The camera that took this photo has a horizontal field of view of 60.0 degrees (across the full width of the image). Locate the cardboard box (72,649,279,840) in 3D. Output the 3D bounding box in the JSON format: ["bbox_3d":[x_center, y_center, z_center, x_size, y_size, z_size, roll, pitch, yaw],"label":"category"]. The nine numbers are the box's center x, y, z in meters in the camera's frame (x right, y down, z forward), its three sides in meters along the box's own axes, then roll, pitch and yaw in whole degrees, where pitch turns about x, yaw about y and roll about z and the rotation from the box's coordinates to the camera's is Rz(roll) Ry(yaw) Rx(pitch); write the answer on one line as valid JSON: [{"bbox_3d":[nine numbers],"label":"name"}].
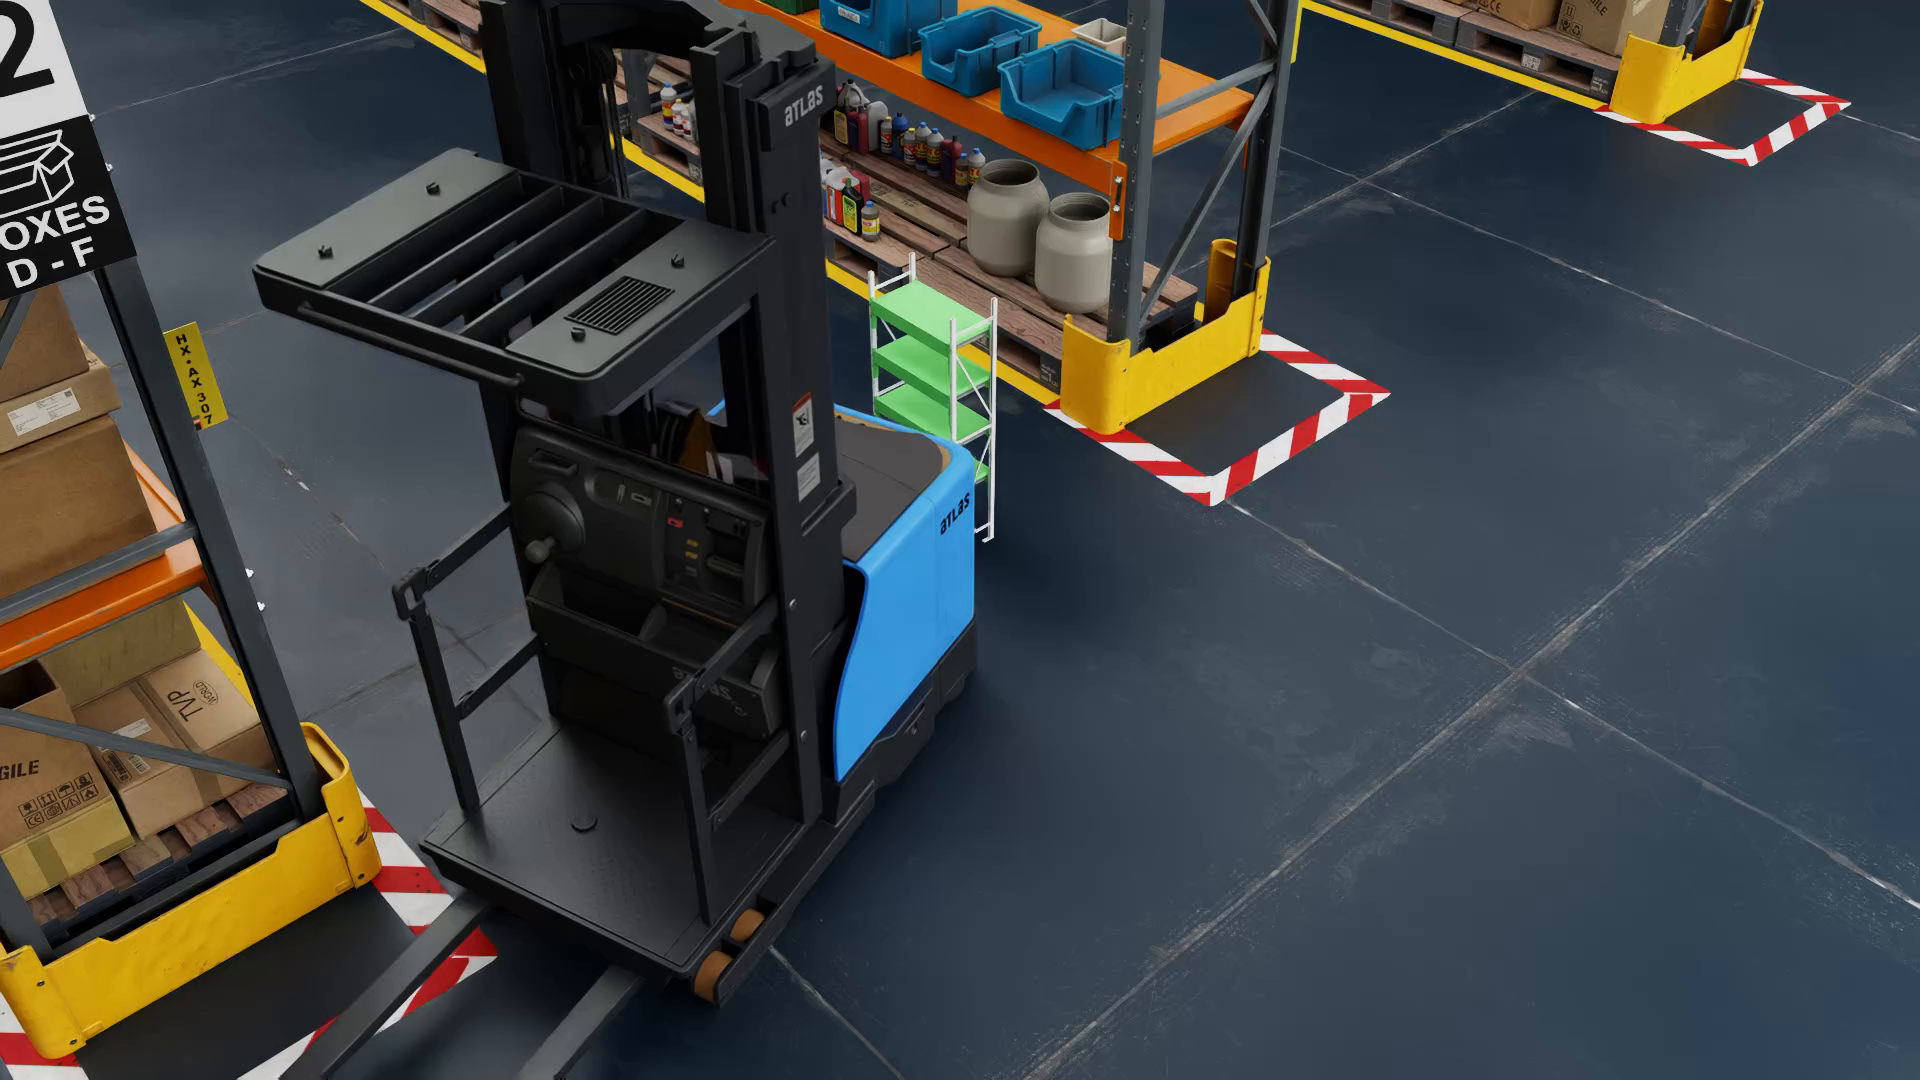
[{"bbox_3d":[-2.762,0.708,5.840,0.500,0.250,0.500,-30,48,-32],"label":"cardboard box"}]

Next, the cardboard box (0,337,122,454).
[{"bbox_3d":[-2.670,-0.420,4.787,0.380,0.149,0.250,-30,48,-32],"label":"cardboard box"}]

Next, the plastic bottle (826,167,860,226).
[{"bbox_3d":[-0.627,-1.862,8.986,0.152,0.276,0.135,-30,47,-31],"label":"plastic bottle"}]

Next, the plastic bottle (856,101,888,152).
[{"bbox_3d":[-0.514,-2.431,9.690,0.152,0.276,0.135,-29,47,-31],"label":"plastic bottle"}]

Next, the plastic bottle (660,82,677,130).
[{"bbox_3d":[-1.725,-2.586,9.886,0.097,0.271,0.097,0,39,0],"label":"plastic bottle"}]

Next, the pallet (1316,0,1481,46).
[{"bbox_3d":[3.341,-3.969,11.997,1.003,0.211,1.213,-30,48,-32],"label":"pallet"}]

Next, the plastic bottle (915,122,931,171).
[{"bbox_3d":[-0.208,-2.245,9.464,0.097,0.271,0.097,0,39,0],"label":"plastic bottle"}]

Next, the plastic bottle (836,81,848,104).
[{"bbox_3d":[-0.699,-2.602,9.897,0.061,0.283,0.133,-27,46,-29],"label":"plastic bottle"}]

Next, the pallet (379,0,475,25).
[{"bbox_3d":[-3.827,-4.201,12.284,1.003,0.211,1.213,-30,48,-32],"label":"pallet"}]

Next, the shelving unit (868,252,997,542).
[{"bbox_3d":[-0.112,-0.543,6.968,0.258,1.200,0.503,-30,48,-32],"label":"shelving unit"}]

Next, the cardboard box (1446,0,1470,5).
[{"bbox_3d":[3.487,-4.110,11.607,0.500,0.500,0.500,-25,45,-28],"label":"cardboard box"}]

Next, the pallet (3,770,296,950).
[{"bbox_3d":[-3.111,0.893,5.976,1.003,0.211,1.213,-30,48,-32],"label":"pallet"}]

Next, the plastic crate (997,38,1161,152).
[{"bbox_3d":[0.529,-2.005,7.464,0.499,0.251,0.616,-30,48,-32],"label":"plastic crate"}]

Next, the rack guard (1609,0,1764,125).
[{"bbox_3d":[4.685,-3.126,10.723,1.175,0.500,0.348,-30,48,-32],"label":"rack guard"}]

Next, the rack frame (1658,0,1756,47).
[{"bbox_3d":[4.736,-4.064,9.894,1.000,3.000,0.127,-30,48,-32],"label":"rack frame"}]

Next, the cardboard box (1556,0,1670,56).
[{"bbox_3d":[4.326,-3.551,10.914,0.500,0.500,0.500,-21,44,-24],"label":"cardboard box"}]

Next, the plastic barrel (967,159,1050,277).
[{"bbox_3d":[0.248,-1.658,8.562,0.421,0.512,0.421,0,39,0],"label":"plastic barrel"}]

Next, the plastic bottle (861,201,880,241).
[{"bbox_3d":[-0.477,-1.705,8.851,0.097,0.201,0.097,0,39,0],"label":"plastic bottle"}]

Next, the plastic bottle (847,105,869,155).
[{"bbox_3d":[-0.592,-2.388,9.631,0.061,0.283,0.133,-30,48,-32],"label":"plastic bottle"}]

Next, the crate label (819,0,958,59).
[{"bbox_3d":[-0.356,-2.709,8.189,0.502,0.435,0.616,-30,48,-32],"label":"crate label"}]

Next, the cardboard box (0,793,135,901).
[{"bbox_3d":[-3.143,0.928,5.568,0.500,0.250,0.500,-30,48,-32],"label":"cardboard box"}]

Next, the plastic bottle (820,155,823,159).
[{"bbox_3d":[-0.777,-2.044,9.270,0.097,0.201,0.097,0,39,0],"label":"plastic bottle"}]

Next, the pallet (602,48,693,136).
[{"bbox_3d":[-2.177,-3.072,10.886,1.003,0.211,1.213,-30,48,-32],"label":"pallet"}]

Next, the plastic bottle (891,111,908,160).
[{"bbox_3d":[-0.345,-2.339,9.580,0.097,0.271,0.097,0,39,0],"label":"plastic bottle"}]

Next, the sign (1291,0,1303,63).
[{"bbox_3d":[1.496,-2.298,7.488,0.100,0.325,0.005,-30,48,-32],"label":"sign"}]

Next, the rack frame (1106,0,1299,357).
[{"bbox_3d":[1.088,-1.959,7.288,1.000,3.000,0.127,-30,48,-32],"label":"rack frame"}]

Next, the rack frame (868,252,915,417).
[{"bbox_3d":[-0.277,-0.656,7.108,0.240,1.200,0.015,-30,48,-32],"label":"rack frame"}]

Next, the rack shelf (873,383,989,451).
[{"bbox_3d":[-0.112,-0.494,7.008,0.258,0.148,0.480,-30,48,-32],"label":"rack shelf"}]

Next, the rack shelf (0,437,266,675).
[{"bbox_3d":[-3.916,-0.501,6.056,1.077,0.370,4.000,-30,48,-32],"label":"rack shelf"}]

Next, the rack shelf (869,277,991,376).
[{"bbox_3d":[-0.112,-0.867,6.706,0.258,0.148,0.480,-30,48,-32],"label":"rack shelf"}]

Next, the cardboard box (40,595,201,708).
[{"bbox_3d":[-3.102,0.186,5.890,0.500,0.500,0.500,-30,48,-32],"label":"cardboard box"}]

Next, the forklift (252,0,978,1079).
[{"bbox_3d":[-1.084,0.031,4.879,1.130,2.935,3.031,19,43,22],"label":"forklift"}]

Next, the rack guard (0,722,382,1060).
[{"bbox_3d":[-2.547,1.128,5.455,1.175,0.500,0.348,-30,48,-32],"label":"rack guard"}]

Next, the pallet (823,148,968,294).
[{"bbox_3d":[-0.364,-1.832,9.350,1.003,0.211,1.213,-30,48,-32],"label":"pallet"}]

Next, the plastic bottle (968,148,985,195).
[{"bbox_3d":[0.091,-2.040,9.210,0.097,0.271,0.097,0,39,0],"label":"plastic bottle"}]

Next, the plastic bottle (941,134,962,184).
[{"bbox_3d":[-0.048,-2.157,9.345,0.061,0.283,0.133,-29,47,-31],"label":"plastic bottle"}]

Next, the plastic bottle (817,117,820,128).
[{"bbox_3d":[-0.932,-2.583,9.878,0.152,0.276,0.135,-30,48,-32],"label":"plastic bottle"}]

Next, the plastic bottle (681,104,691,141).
[{"bbox_3d":[-1.587,-2.465,9.791,0.097,0.201,0.097,0,39,0],"label":"plastic bottle"}]
